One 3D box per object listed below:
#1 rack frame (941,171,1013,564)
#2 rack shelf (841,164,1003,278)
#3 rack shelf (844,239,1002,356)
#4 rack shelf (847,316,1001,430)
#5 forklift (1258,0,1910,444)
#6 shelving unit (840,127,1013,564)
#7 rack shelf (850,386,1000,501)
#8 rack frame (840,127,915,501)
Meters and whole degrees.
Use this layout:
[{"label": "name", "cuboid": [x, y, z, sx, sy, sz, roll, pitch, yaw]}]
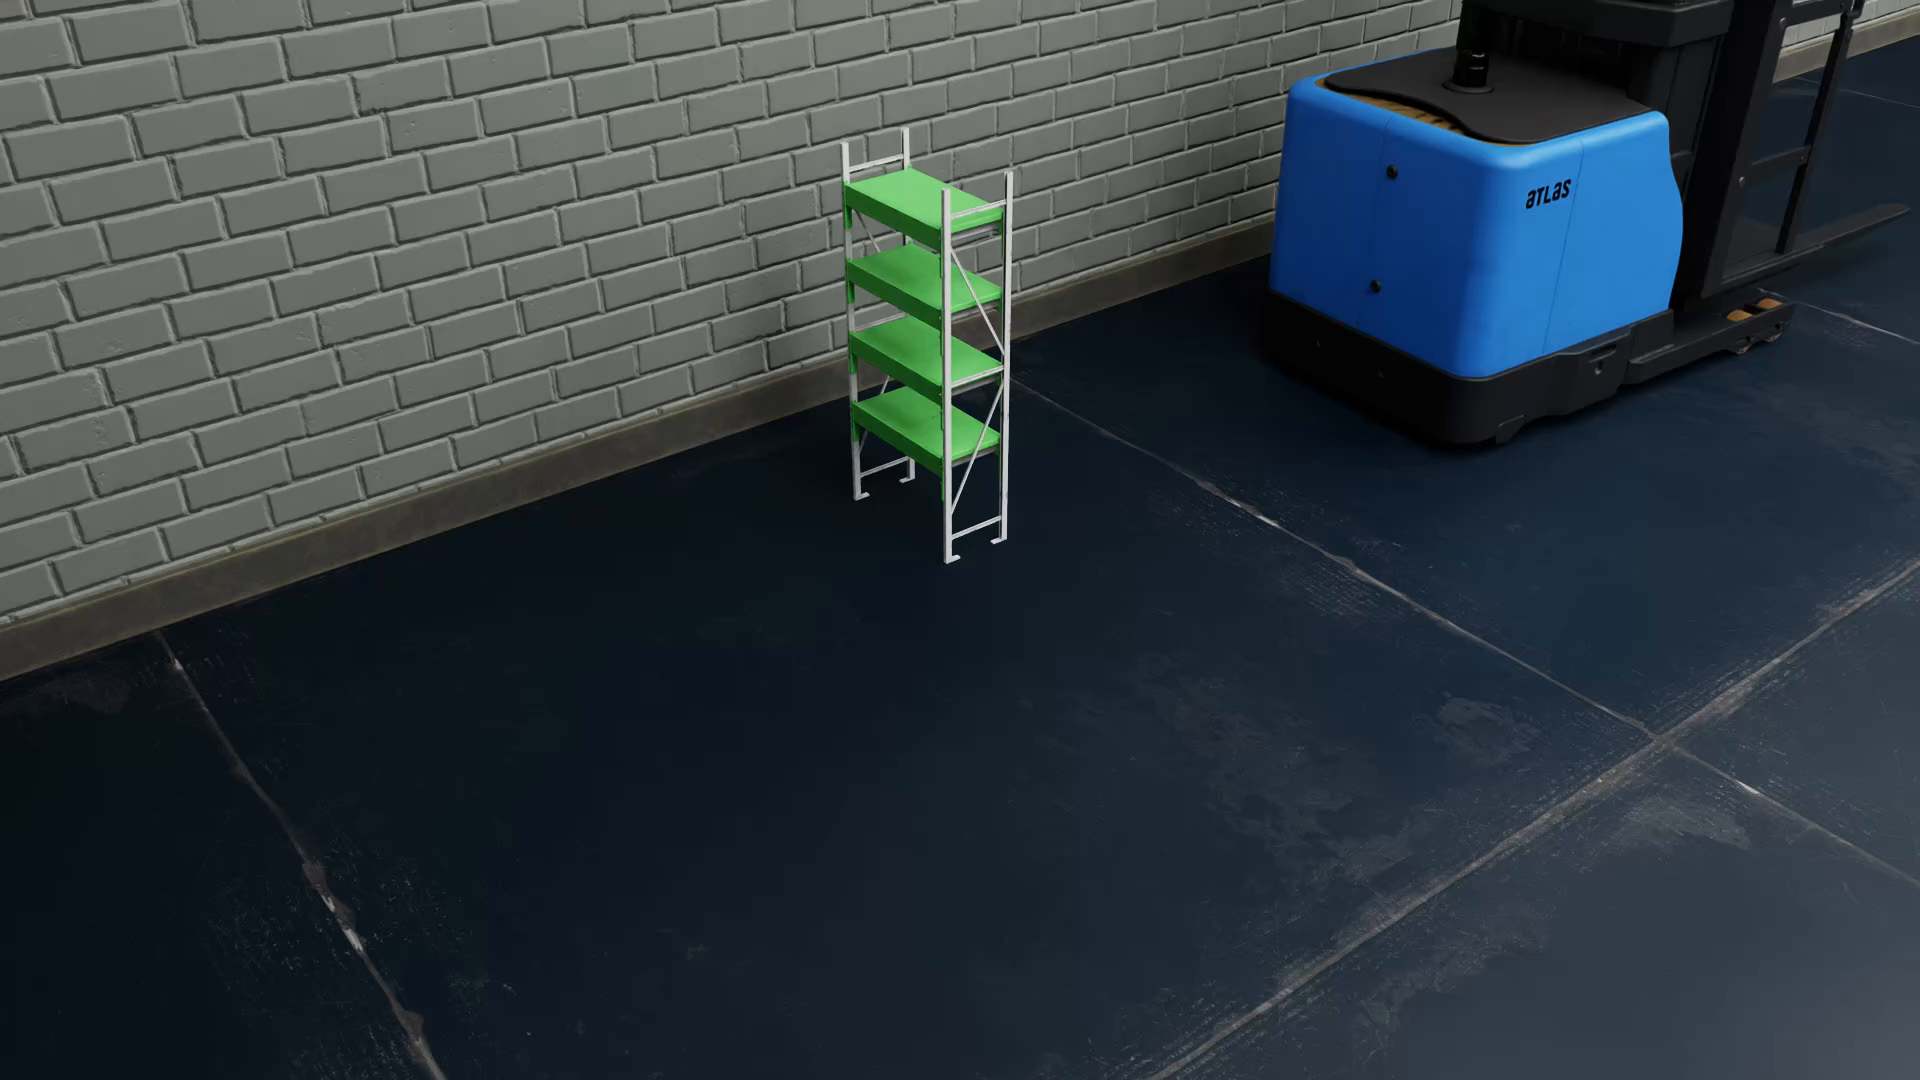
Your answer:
[{"label": "rack frame", "cuboid": [0.048, -0.477, 4.881, 0.240, 1.200, 0.015, -22, 38, -31]}, {"label": "rack shelf", "cuboid": [-0.101, -0.932, 4.825, 0.258, 0.148, 0.480, -22, 38, -31]}, {"label": "rack shelf", "cuboid": [-0.101, -0.728, 4.952, 0.258, 0.148, 0.480, -22, 38, -31]}, {"label": "rack shelf", "cuboid": [-0.101, -0.524, 5.078, 0.258, 0.148, 0.480, -22, 38, -31]}, {"label": "forklift", "cuboid": [2.635, -2.169, 5.965, 3.031, 2.935, 1.130, -20, 37, -29]}, {"label": "shelving unit", "cuboid": [-0.101, -0.579, 5.045, 0.258, 1.200, 0.503, -22, 38, -31]}, {"label": "rack shelf", "cuboid": [-0.101, -0.321, 5.205, 0.258, 0.148, 0.480, -22, 38, -31]}, {"label": "rack frame", "cuboid": [-0.251, -0.680, 5.208, 0.240, 1.200, 0.015, -22, 38, -31]}]
